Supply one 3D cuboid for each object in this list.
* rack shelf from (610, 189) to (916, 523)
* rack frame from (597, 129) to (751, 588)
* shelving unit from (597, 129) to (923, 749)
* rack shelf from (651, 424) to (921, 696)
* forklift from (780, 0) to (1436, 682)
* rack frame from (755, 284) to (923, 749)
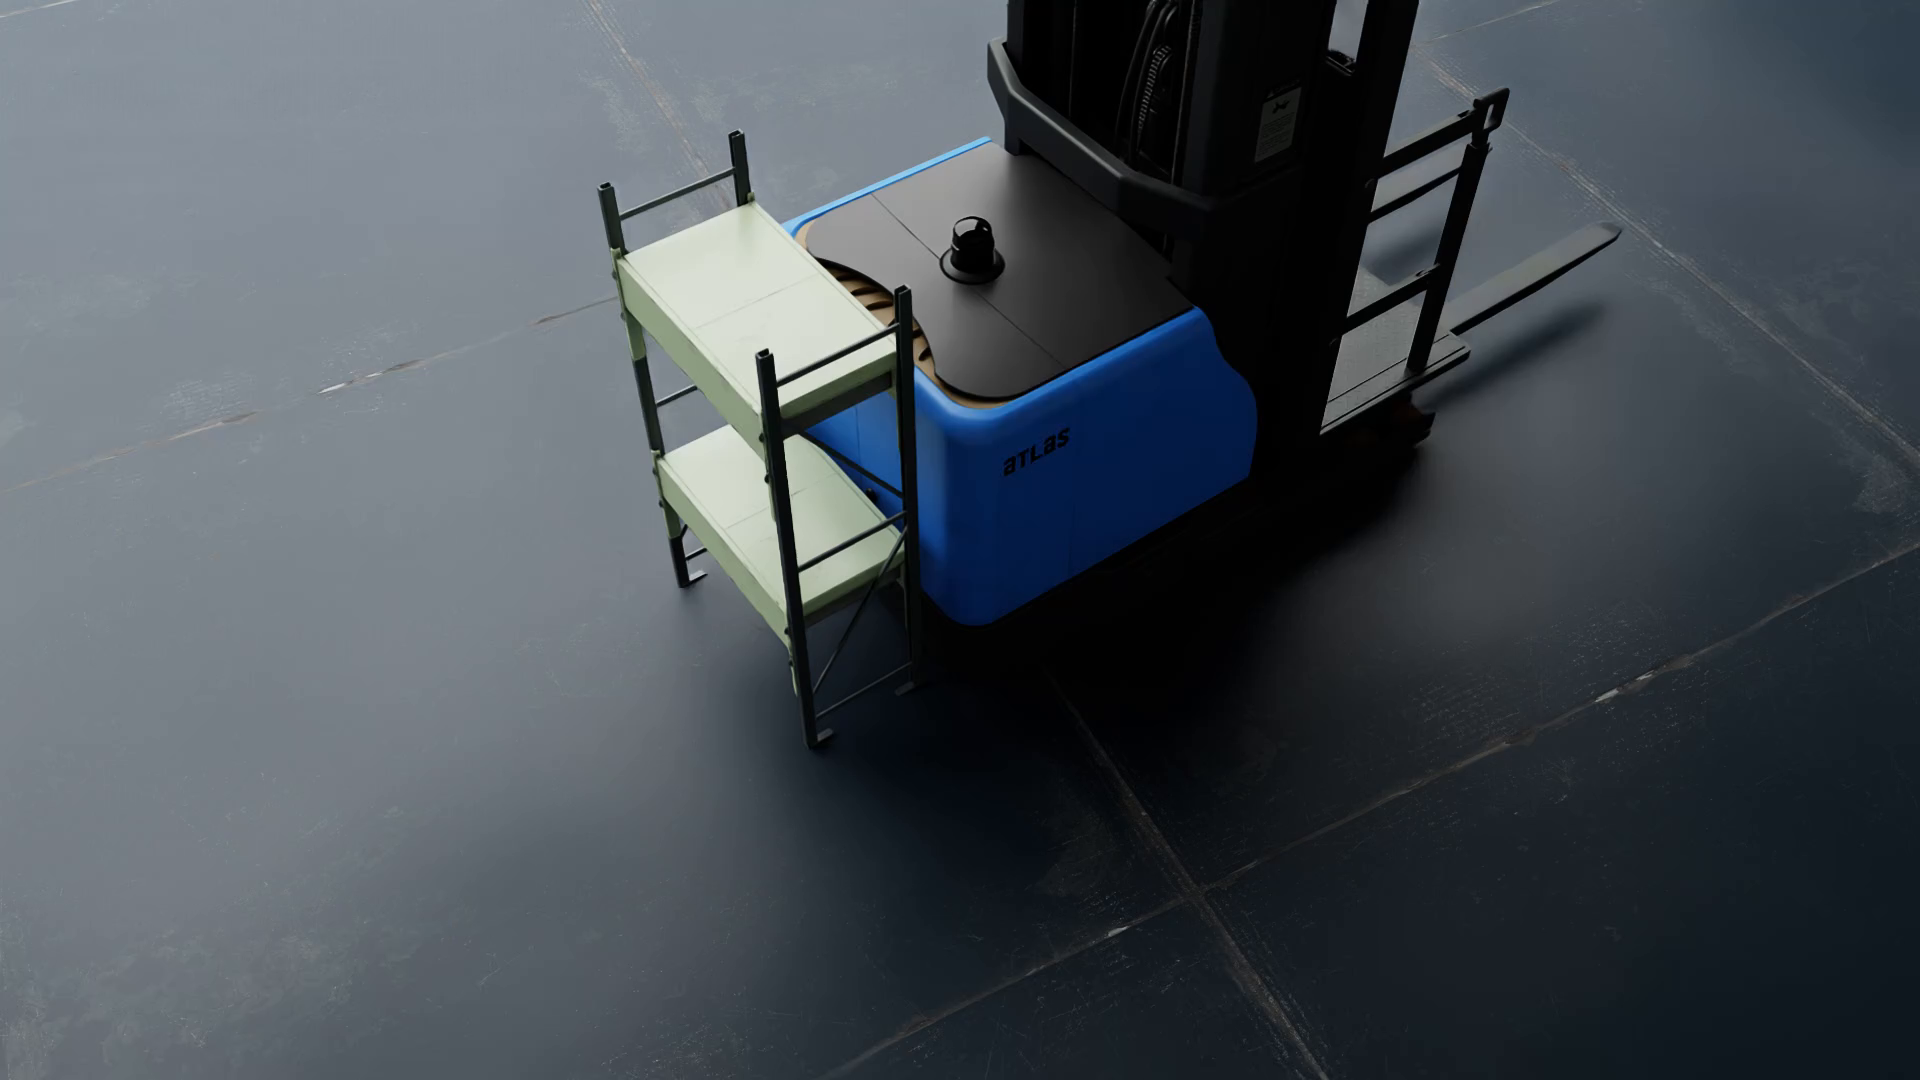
[{"bbox_3d":[-0.492,-0.473,4.148,0.431,0.370,0.720,-29,55,-23],"label":"rack shelf"},{"bbox_3d":[-0.705,-0.439,4.638,0.400,1.500,0.023,-29,55,-23],"label":"rack frame"},{"bbox_3d":[-0.491,-0.216,4.442,0.431,1.500,0.755,-29,55,-23],"label":"shelving unit"},{"bbox_3d":[-0.491,-0.002,4.688,0.431,0.370,0.720,-29,55,-23],"label":"rack shelf"},{"bbox_3d":[0.938,-1.462,4.582,3.031,2.935,1.130,-29,55,-23],"label":"forklift"},{"bbox_3d":[-0.277,0.007,4.247,0.400,1.500,0.023,-29,55,-23],"label":"rack frame"}]
